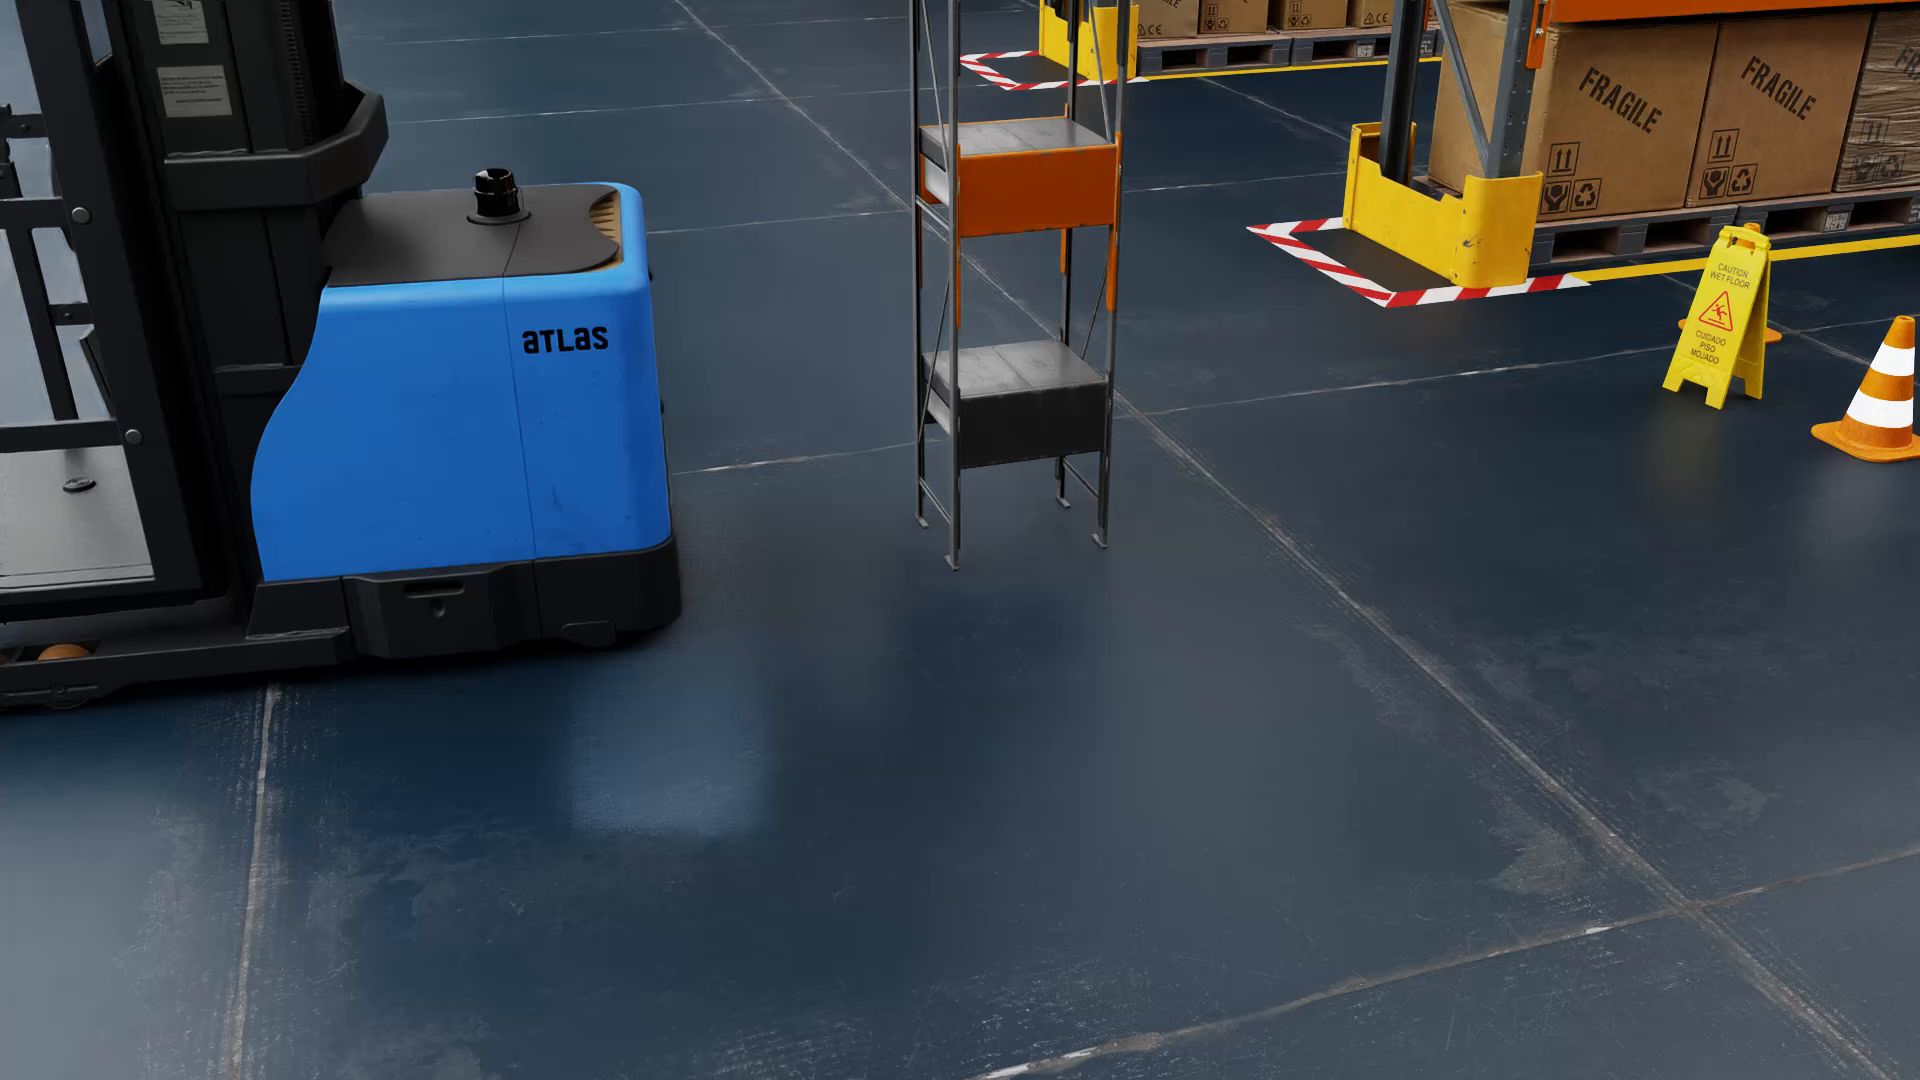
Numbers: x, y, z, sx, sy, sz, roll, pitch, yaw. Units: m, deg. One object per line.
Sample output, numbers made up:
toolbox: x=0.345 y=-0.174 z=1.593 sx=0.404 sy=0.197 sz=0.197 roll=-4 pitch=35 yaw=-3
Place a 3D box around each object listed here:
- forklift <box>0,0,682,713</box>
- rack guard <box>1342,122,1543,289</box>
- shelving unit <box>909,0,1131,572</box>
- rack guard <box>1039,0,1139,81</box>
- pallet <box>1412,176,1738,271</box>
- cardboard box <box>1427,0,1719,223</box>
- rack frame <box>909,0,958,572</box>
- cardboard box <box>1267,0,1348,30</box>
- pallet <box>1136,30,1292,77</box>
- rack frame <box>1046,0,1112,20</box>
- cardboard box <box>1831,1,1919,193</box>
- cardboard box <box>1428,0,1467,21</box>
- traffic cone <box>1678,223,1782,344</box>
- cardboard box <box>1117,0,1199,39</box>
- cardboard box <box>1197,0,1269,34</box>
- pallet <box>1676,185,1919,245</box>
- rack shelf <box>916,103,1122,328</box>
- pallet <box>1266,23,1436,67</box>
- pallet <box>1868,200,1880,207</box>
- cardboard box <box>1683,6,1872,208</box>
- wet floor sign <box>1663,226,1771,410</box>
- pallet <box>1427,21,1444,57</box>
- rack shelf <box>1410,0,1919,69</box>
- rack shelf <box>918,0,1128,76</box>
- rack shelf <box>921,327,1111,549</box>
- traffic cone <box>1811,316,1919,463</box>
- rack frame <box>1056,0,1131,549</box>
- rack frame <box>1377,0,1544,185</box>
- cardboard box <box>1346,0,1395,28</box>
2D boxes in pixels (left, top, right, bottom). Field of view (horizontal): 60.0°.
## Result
forklift: x=-2.353 y=-1.109 z=4.188 sx=3.031 sy=2.935 sz=1.130 roll=-5 pitch=27 yaw=-10
rack guard: x=2.278 y=-1.625 z=7.961 sx=0.348 sy=0.500 sz=1.175 roll=-8 pitch=28 yaw=-16
shelving unit: x=0.157 y=-0.963 z=4.829 sx=0.503 sy=2.100 sz=0.431 roll=-8 pitch=28 yaw=-16
rack guard: x=0.933 y=-3.750 z=12.241 sx=0.348 sy=0.500 sz=1.175 roll=-8 pitch=28 yaw=-16
pallet: x=3.036 y=-1.642 z=8.320 sx=1.213 sy=0.211 sz=1.003 roll=-8 pitch=28 yaw=-16
cardboard box: x=2.925 y=-2.105 z=8.035 sx=0.875 sy=0.875 sz=0.875 roll=-8 pitch=28 yaw=-16
rack frame: x=-0.075 y=-0.930 z=4.761 sx=0.015 sy=2.100 sz=0.400 roll=-8 pitch=28 yaw=-16
cardboard box: x=2.618 y=-4.181 z=12.638 sx=0.500 sy=0.500 sz=0.500 roll=-6 pitch=27 yaw=-11
pallet: x=1.716 y=-3.717 z=12.500 sx=1.213 sy=0.211 sz=1.003 roll=-8 pitch=28 yaw=-16
rack frame: x=0.861 y=-4.859 z=11.664 sx=0.127 sy=3.000 sz=1.000 roll=-8 pitch=28 yaw=-16
cardboard box: x=4.628 y=-2.352 z=8.532 sx=0.875 sy=0.875 sz=0.875 roll=-8 pitch=28 yaw=-16
cardboard box: x=3.729 y=-4.358 z=12.993 sx=0.500 sy=0.500 sz=0.500 roll=0 pitch=26 yaw=0
traffic cone: x=3.245 y=-1.084 z=6.913 sx=0.334 sy=0.463 sz=0.336 roll=-8 pitch=28 yaw=-16
cardboard box: x=1.459 y=-4.006 z=12.285 sx=0.500 sy=0.500 sz=0.500 roll=-3 pitch=27 yaw=-7
cardboard box: x=2.017 y=-4.103 z=12.480 sx=0.500 sy=0.500 sz=0.500 roll=-1 pitch=26 yaw=-3
pallet: x=4.194 y=-1.808 z=8.655 sx=1.213 sy=0.211 sz=1.003 roll=-8 pitch=28 yaw=-16
rack shelf: x=0.157 y=-0.951 z=4.835 sx=0.480 sy=0.518 sz=0.431 roll=-8 pitch=28 yaw=-16
pallet: x=2.874 y=-3.884 z=12.835 sx=1.213 sy=0.211 sz=1.003 roll=-8 pitch=28 yaw=-16
pallet: x=5.357 y=-1.978 z=8.997 sx=1.213 sy=0.211 sz=1.003 roll=-8 pitch=28 yaw=-16
cardboard box: x=3.761 y=-2.227 z=8.281 sx=0.875 sy=0.875 sz=0.875 roll=-9 pitch=28 yaw=-17
wet floor sign: x=2.886 y=-0.852 z=6.241 sx=0.232 sy=0.644 sz=0.267 roll=-13 pitch=29 yaw=-25
pallet: x=4.036 y=-4.053 z=13.177 sx=1.213 sy=0.211 sz=1.003 roll=-8 pitch=28 yaw=-16
rack shelf: x=4.202 y=-2.701 z=8.126 sx=4.000 sy=0.370 sz=1.077 roll=-8 pitch=28 yaw=-16
rack shelf: x=0.157 y=-1.578 z=4.524 sx=0.480 sy=0.518 sz=0.431 roll=-8 pitch=28 yaw=-16
rack shelf: x=0.157 y=-0.324 z=5.146 sx=0.480 sy=0.518 sz=0.431 roll=-8 pitch=28 yaw=-16
traffic cone: x=3.272 y=-0.560 z=5.857 sx=0.334 sy=0.463 sz=0.336 roll=-8 pitch=28 yaw=-16
rack frame: x=0.389 y=-0.997 z=4.897 sx=0.015 sy=2.100 sz=0.400 roll=-8 pitch=28 yaw=-16
rack frame: x=2.300 y=-2.748 z=7.411 sx=0.127 sy=3.000 sz=1.000 roll=-8 pitch=28 yaw=-16
cardboard box: x=3.163 y=-4.239 z=12.754 sx=0.500 sy=0.500 sz=0.500 roll=-11 pitch=28 yaw=-21
